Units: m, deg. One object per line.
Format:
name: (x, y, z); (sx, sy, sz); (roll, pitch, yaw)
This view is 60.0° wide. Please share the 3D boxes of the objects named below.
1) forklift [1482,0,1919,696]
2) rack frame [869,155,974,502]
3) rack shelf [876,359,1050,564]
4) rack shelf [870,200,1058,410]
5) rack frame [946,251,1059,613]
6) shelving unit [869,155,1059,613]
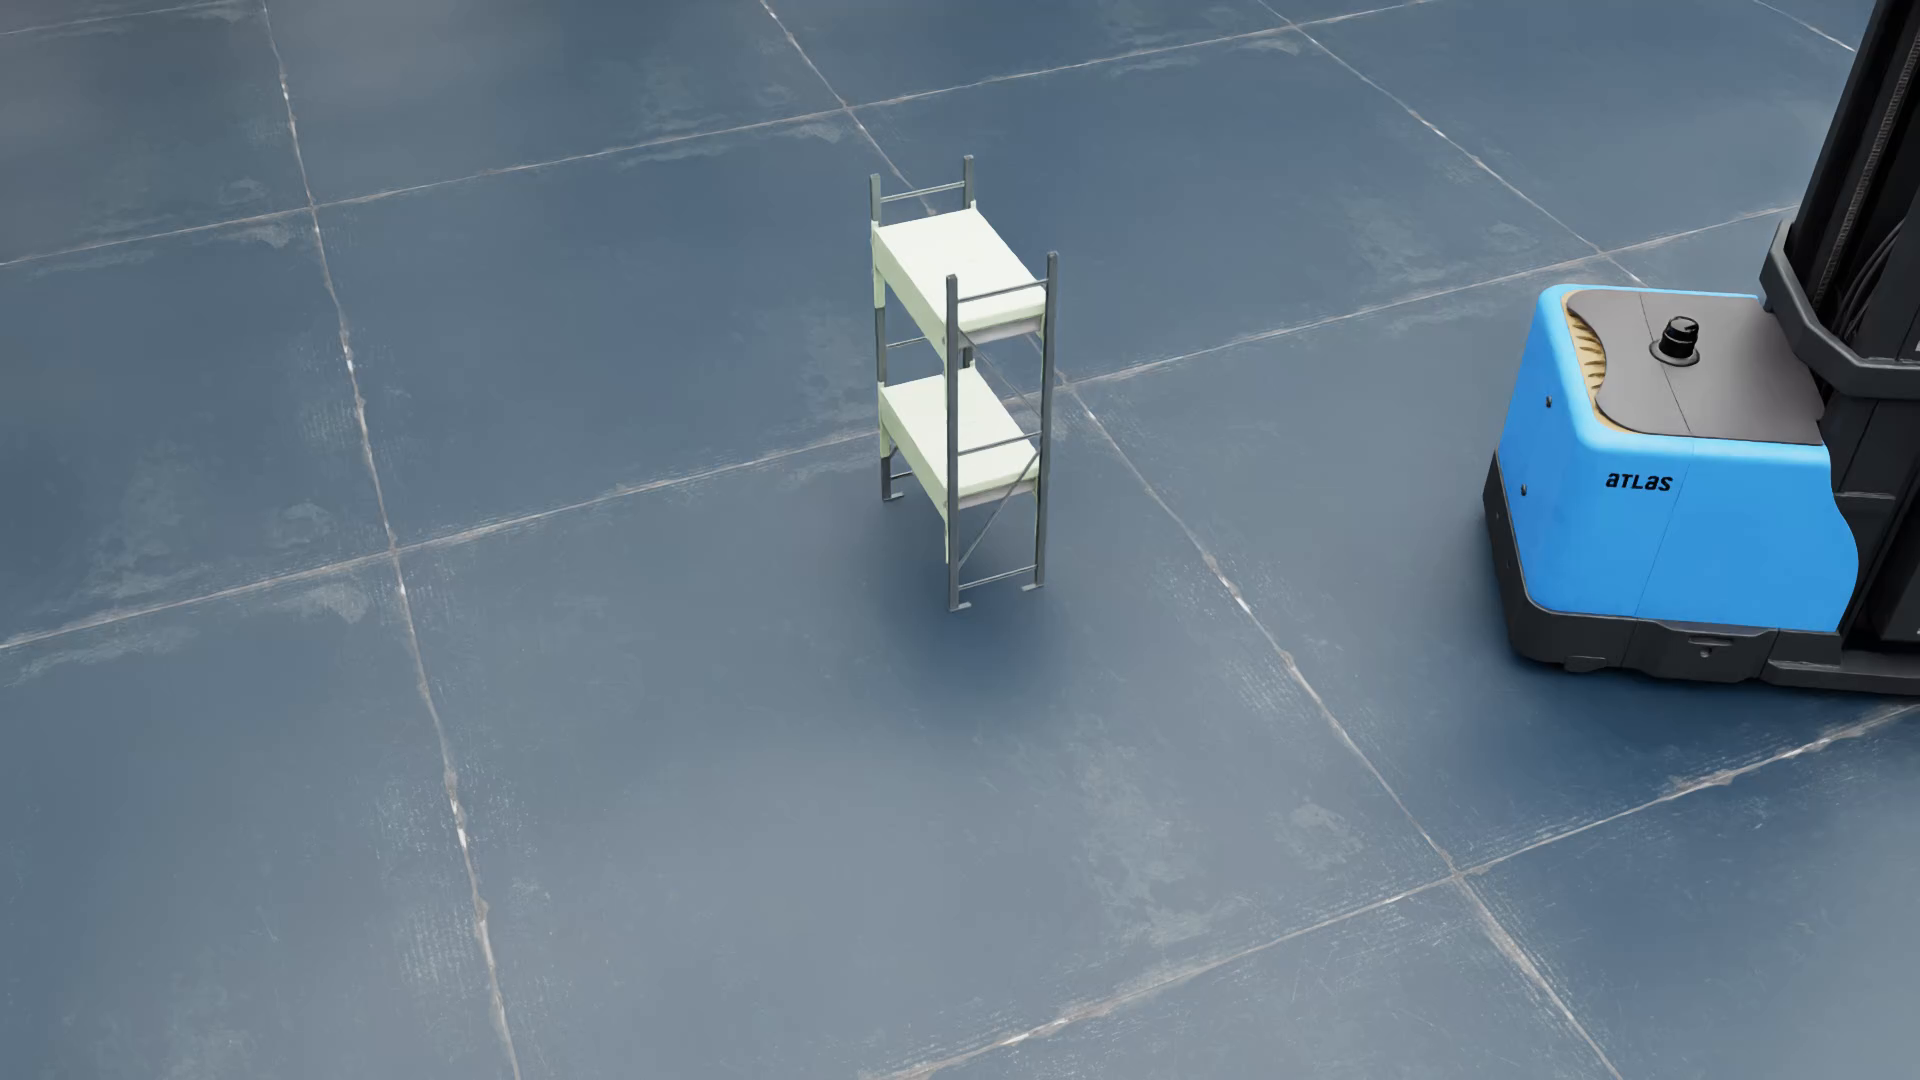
forklift: (3.608, -0.846, 5.486); (3.031, 2.935, 1.130); (4, 41, 5)
rack frame: (-0.137, -0.785, 6.513); (0.400, 1.500, 0.023); (-15, 43, -17)
rack shelf: (0.003, -0.317, 6.469); (0.431, 0.370, 0.720); (-15, 43, -17)
rack shelf: (0.003, -0.861, 6.002); (0.431, 0.370, 0.720); (-15, 43, -17)
rack frame: (0.143, -0.344, 6.000); (0.400, 1.500, 0.023); (-15, 43, -17)
shelving unit: (0.003, -0.565, 6.256); (0.431, 1.500, 0.755); (-15, 43, -17)
